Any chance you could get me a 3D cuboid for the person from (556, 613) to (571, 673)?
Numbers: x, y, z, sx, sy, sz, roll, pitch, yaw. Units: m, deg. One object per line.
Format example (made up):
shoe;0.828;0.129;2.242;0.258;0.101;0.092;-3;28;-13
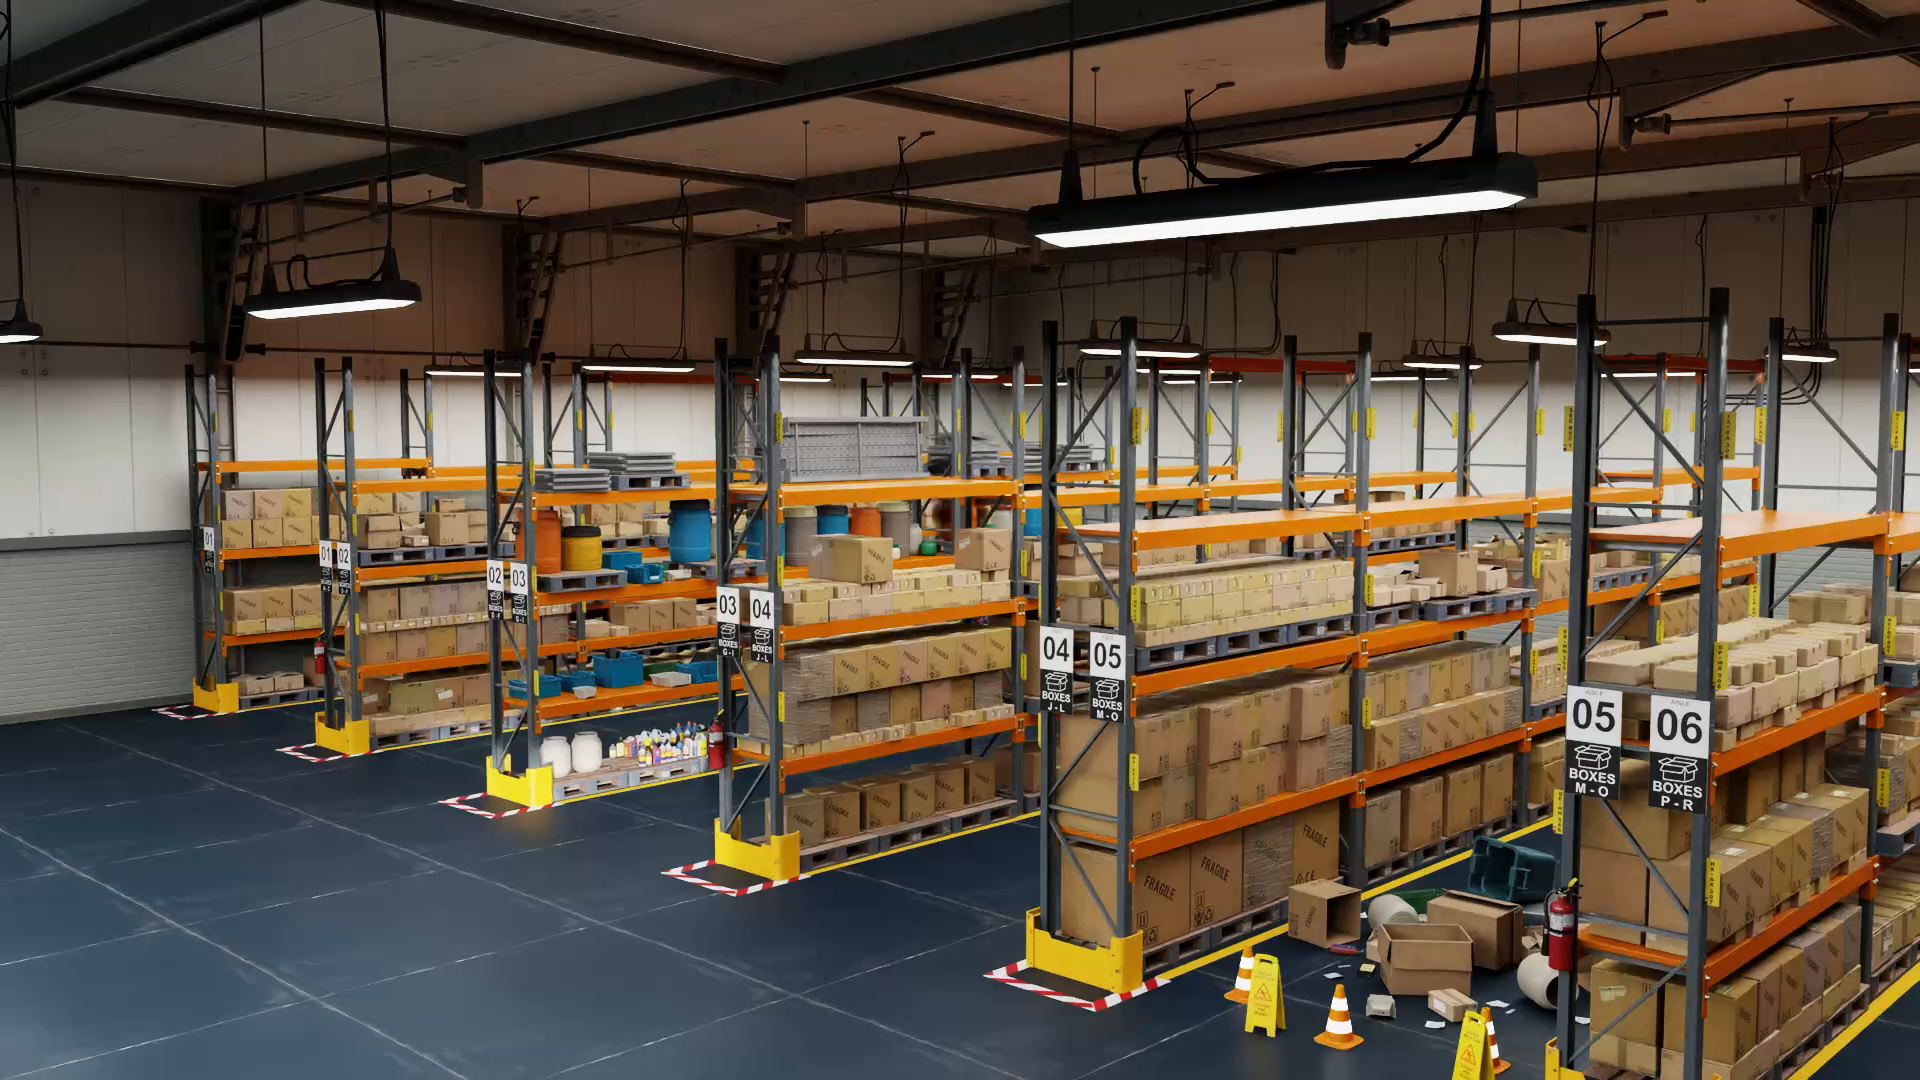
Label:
person;-7.764;1.823;32.277;0.448;1.729;0.541;-1;4;-7
